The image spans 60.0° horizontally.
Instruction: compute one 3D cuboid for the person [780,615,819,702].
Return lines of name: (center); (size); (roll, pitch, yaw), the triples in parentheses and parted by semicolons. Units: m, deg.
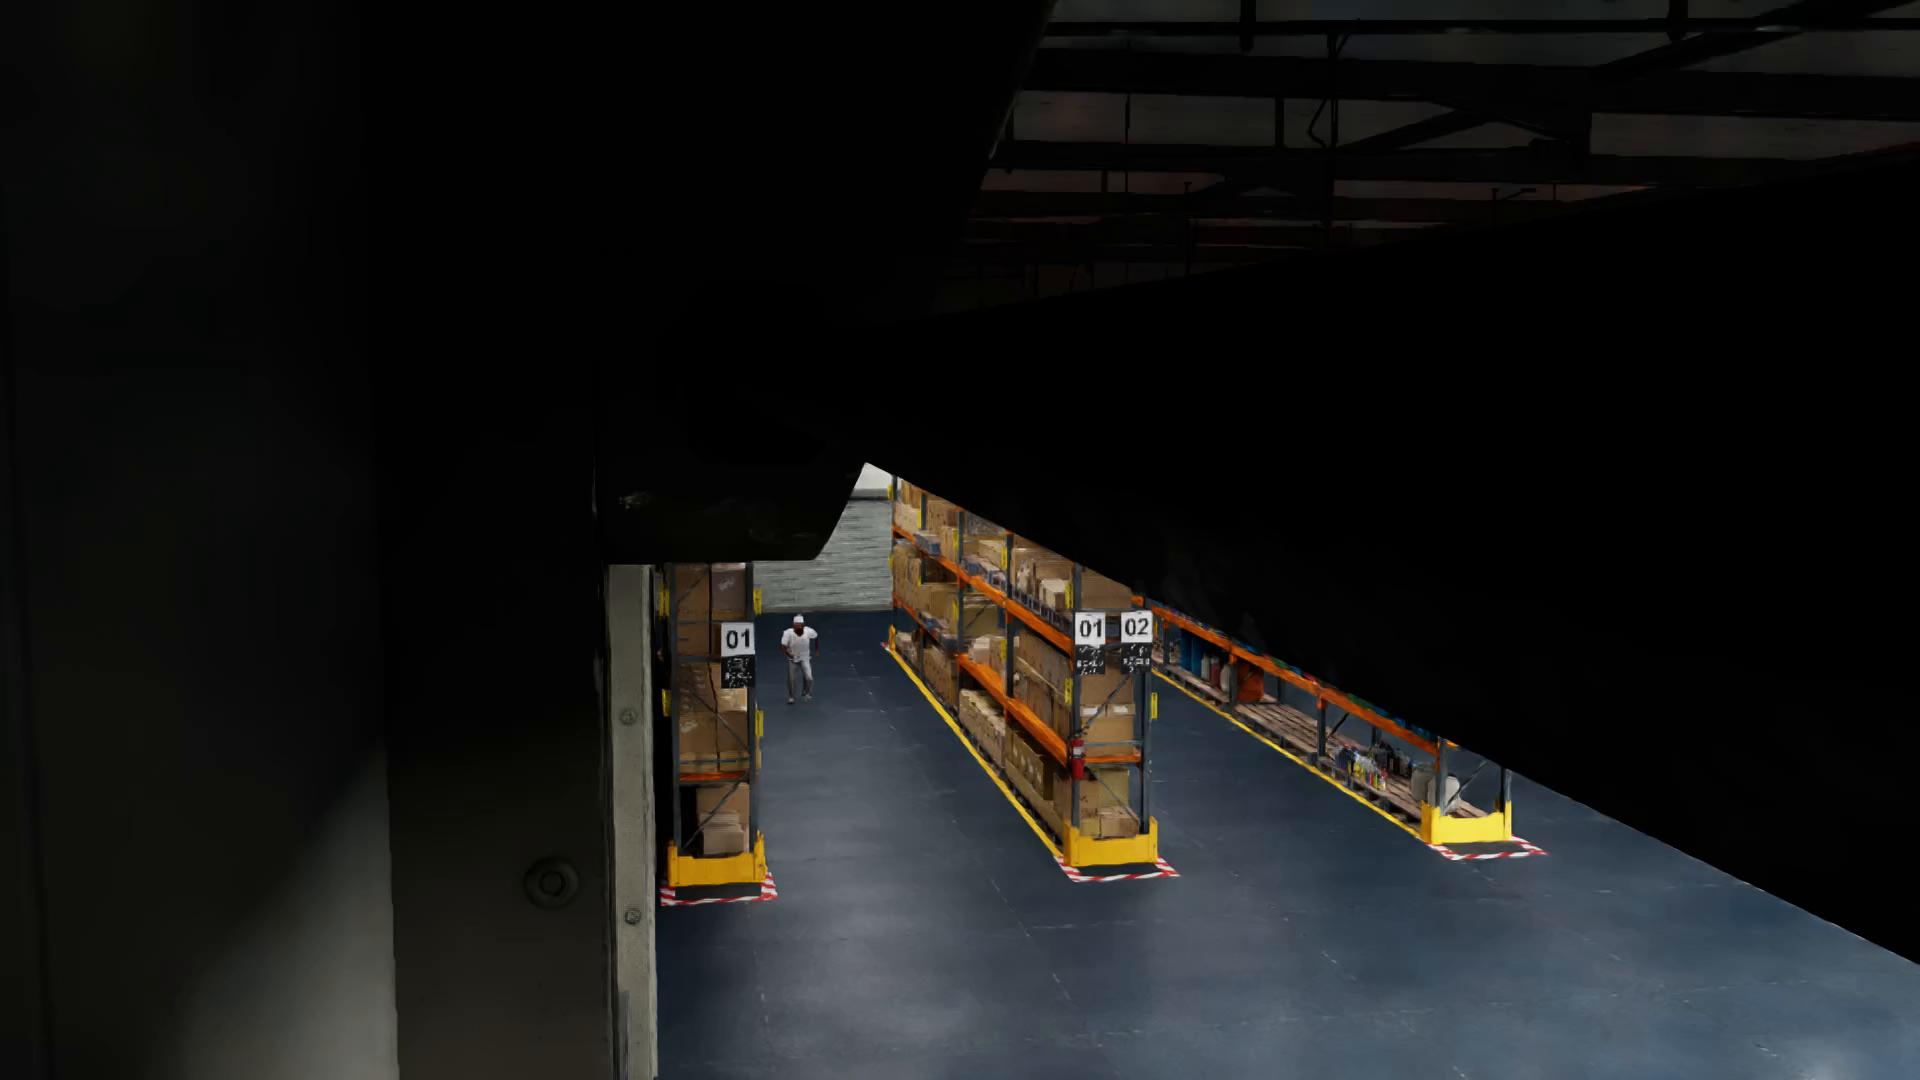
person: (-2.946, 2.195, 30.604); (0.716, 1.689, 0.802); (-1, 6, -5)
